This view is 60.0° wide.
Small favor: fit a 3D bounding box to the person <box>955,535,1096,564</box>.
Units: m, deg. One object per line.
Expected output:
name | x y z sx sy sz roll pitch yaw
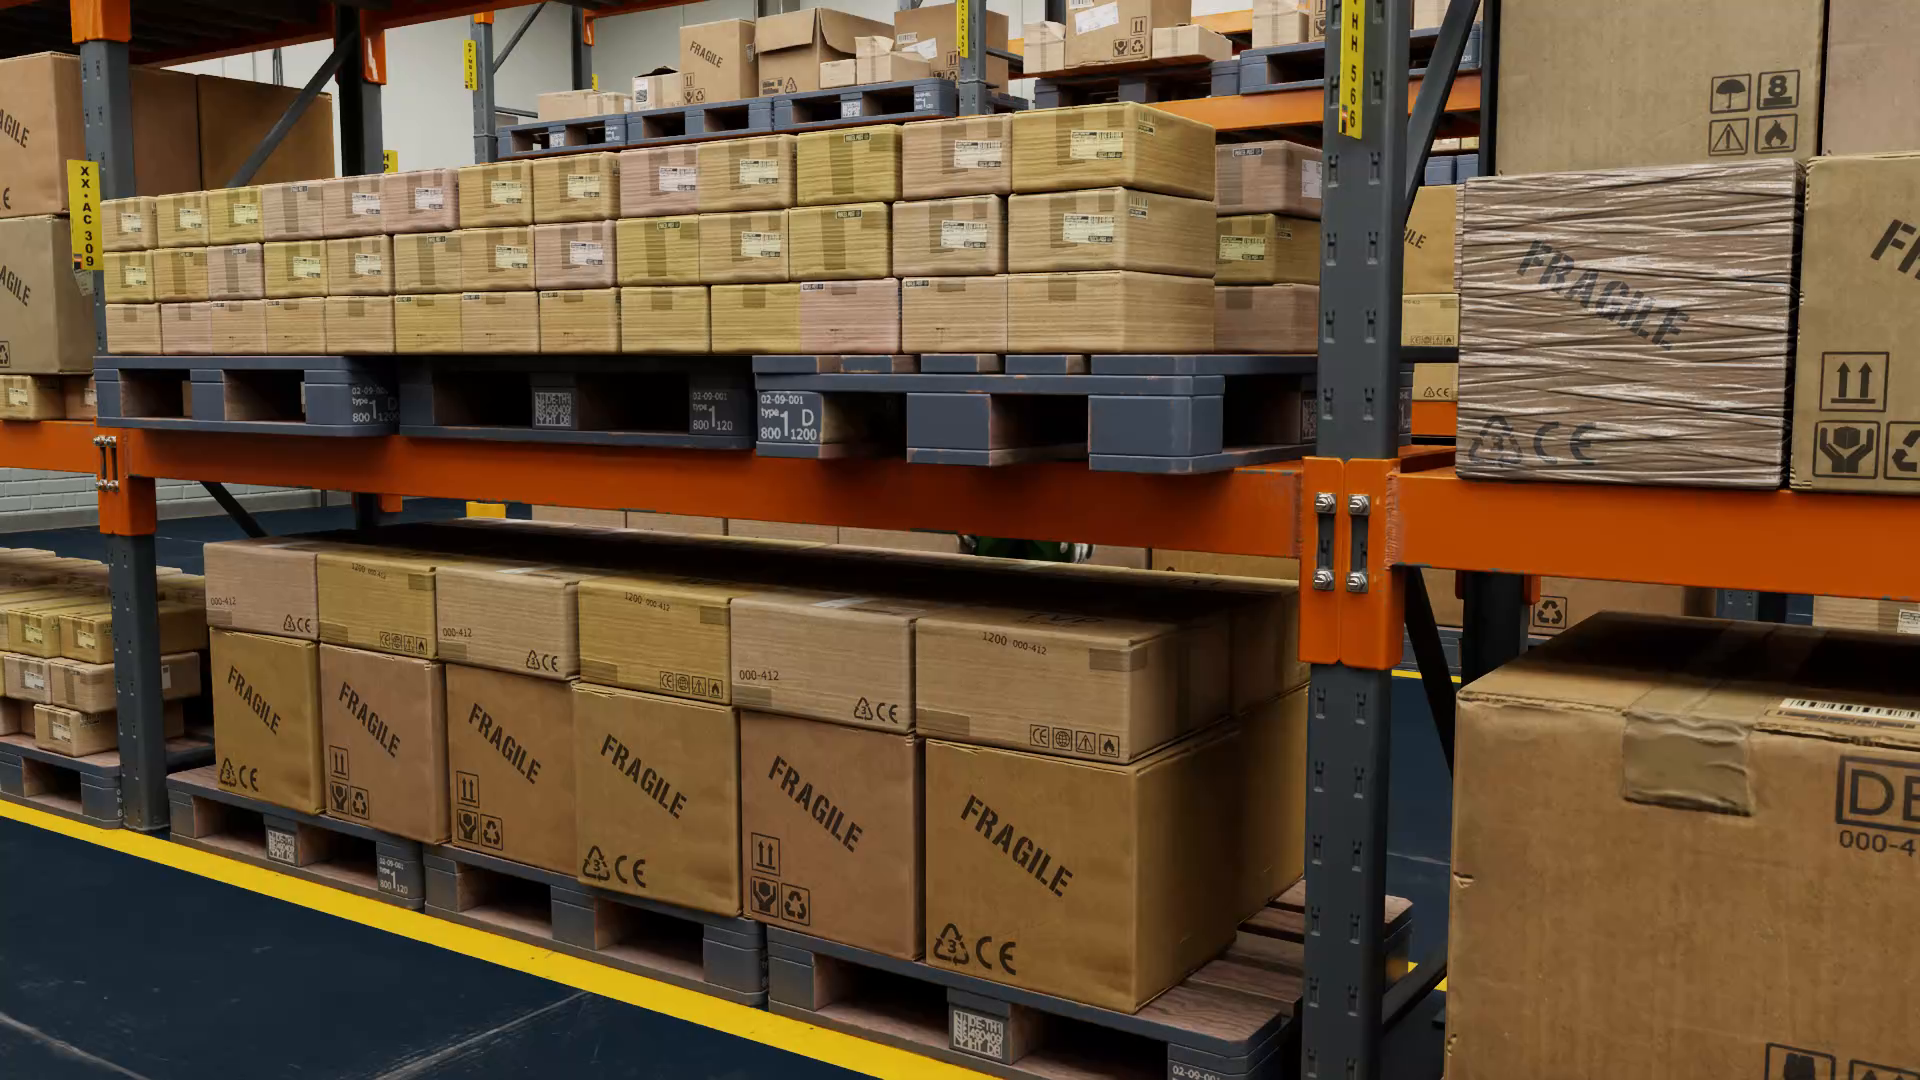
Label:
person | 0.244 -0.065 6.255 0.605 1.778 0.453 4 7 33
